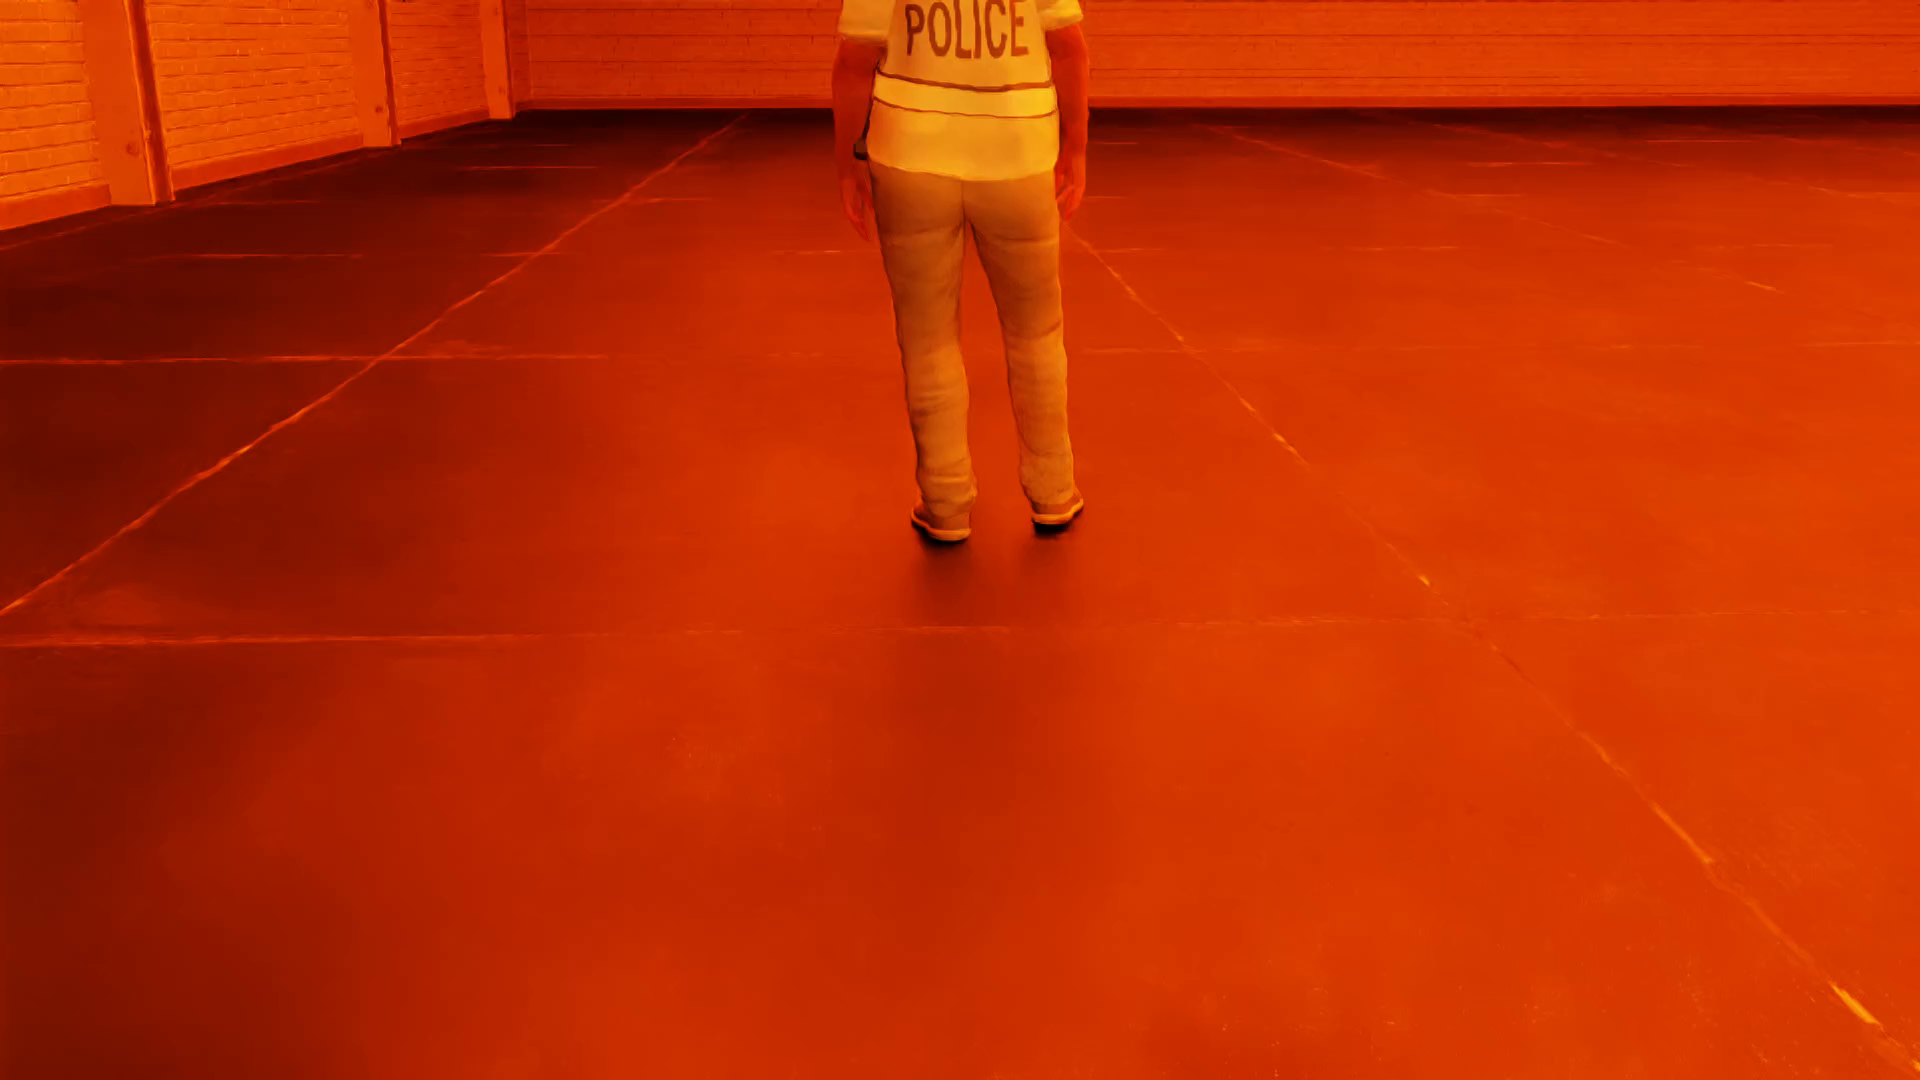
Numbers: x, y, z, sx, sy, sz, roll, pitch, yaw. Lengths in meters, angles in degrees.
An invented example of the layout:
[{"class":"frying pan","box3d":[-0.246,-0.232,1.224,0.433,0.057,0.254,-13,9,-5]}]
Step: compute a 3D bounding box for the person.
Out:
[{"class":"person","box3d":[0.019,-0.826,3.746,0.598,1.669,0.529,-1,17,-3]}]
